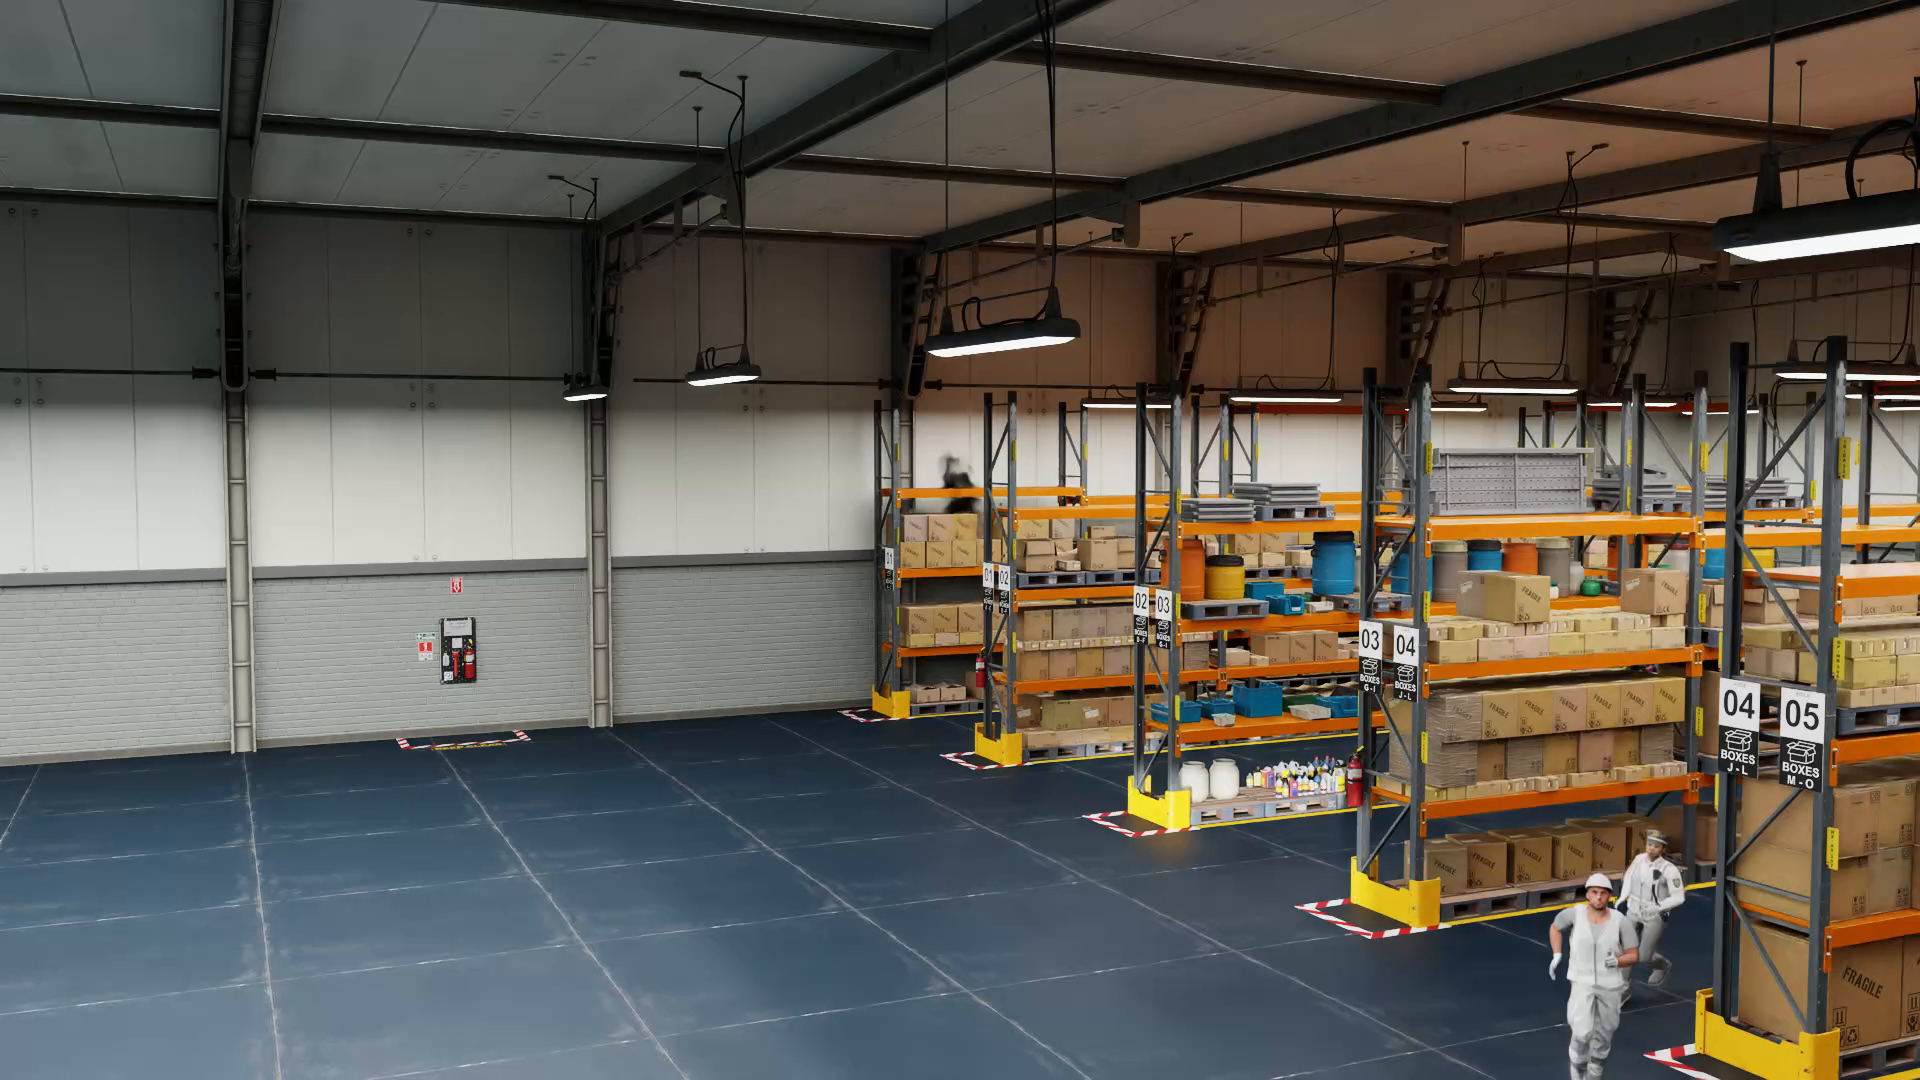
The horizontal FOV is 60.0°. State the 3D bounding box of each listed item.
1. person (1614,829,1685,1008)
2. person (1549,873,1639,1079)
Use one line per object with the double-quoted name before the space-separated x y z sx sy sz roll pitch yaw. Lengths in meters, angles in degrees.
"person" 6.355 3.466 15.294 0.747 1.686 0.657 -2 4 -34
"person" 4.958 3.512 13.013 0.645 1.816 0.738 1 3 15
